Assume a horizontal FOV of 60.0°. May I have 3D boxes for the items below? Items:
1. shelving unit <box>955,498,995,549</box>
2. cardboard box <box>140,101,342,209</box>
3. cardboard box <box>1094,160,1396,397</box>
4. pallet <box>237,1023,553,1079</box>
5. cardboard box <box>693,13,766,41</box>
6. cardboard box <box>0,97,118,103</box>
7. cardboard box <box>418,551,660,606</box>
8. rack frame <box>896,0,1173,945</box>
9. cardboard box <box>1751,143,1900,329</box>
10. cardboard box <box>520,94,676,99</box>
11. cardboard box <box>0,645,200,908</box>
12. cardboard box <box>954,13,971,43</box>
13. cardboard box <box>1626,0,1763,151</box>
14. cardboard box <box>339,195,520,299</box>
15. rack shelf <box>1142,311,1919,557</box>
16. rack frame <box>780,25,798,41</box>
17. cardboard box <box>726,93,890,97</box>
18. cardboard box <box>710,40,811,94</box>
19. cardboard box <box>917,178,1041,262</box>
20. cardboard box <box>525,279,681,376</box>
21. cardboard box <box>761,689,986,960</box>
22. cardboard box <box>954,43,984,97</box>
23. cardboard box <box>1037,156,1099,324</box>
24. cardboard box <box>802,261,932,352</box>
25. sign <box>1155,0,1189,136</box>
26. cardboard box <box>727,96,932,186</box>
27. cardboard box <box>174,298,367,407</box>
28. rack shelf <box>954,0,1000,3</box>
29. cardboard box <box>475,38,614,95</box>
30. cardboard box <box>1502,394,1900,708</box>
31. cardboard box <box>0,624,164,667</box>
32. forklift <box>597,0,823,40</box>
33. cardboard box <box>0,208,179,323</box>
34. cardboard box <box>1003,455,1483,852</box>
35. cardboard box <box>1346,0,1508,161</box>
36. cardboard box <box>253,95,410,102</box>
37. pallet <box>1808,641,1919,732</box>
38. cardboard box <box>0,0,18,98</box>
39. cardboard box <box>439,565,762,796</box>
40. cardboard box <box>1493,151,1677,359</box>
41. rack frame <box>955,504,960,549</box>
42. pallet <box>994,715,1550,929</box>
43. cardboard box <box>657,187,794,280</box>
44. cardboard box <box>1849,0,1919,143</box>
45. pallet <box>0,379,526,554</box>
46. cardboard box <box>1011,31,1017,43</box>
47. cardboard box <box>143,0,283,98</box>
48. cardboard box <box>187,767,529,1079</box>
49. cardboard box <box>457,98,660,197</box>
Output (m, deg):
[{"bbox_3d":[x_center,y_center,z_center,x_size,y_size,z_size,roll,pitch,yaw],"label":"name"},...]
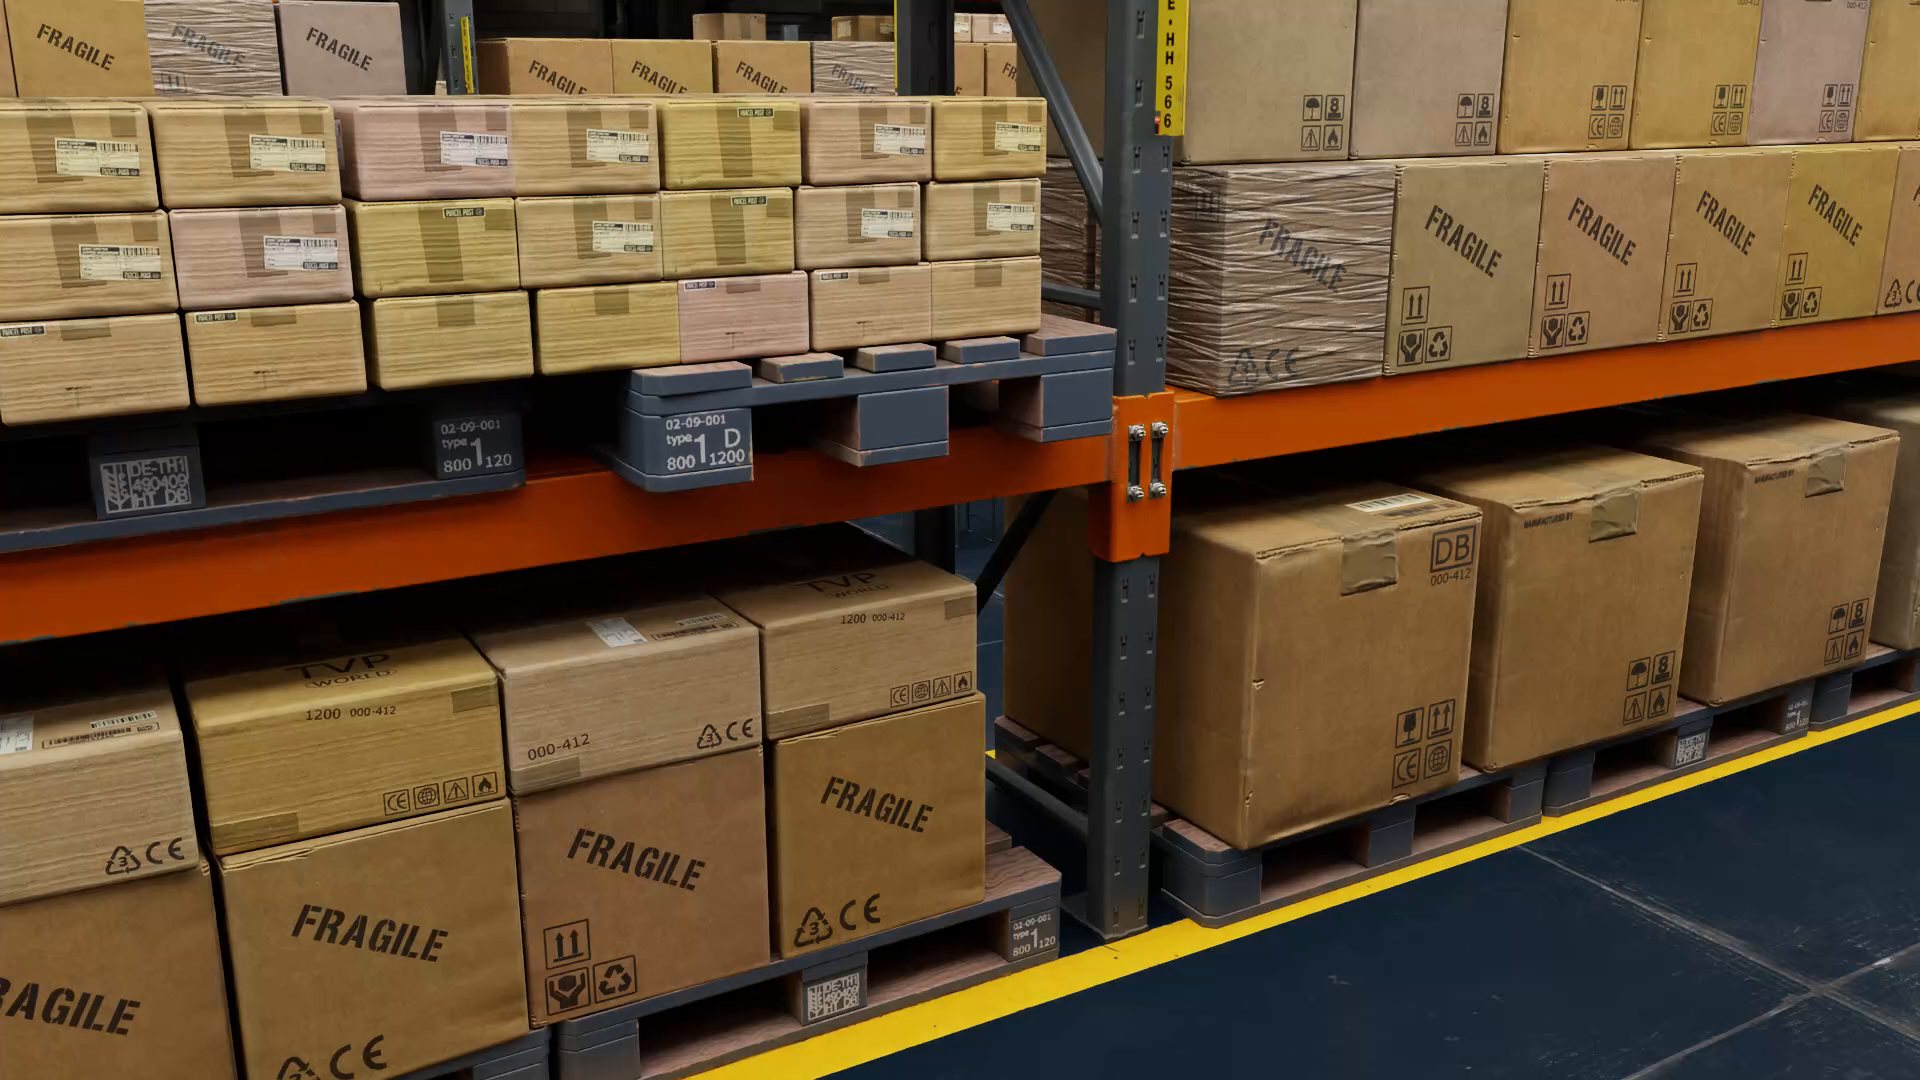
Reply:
[{"bbox_3d":[0.012,-0.580,7.255,0.189,1.200,0.258,-9,18,-30],"label":"shelving unit"},{"bbox_3d":[-1.148,-0.617,2.640,0.250,0.149,0.380,-8,18,-27],"label":"cardboard box"},{"bbox_3d":[0.669,-0.651,3.990,0.500,0.500,0.500,-9,18,-29],"label":"cardboard box"},{"bbox_3d":[-1.570,1.016,3.393,1.213,0.211,1.003,-9,18,-30],"label":"pallet"},{"bbox_3d":[-1.233,-2.733,8.886,0.250,0.149,0.380,-10,19,-32],"label":"cardboard box"},{"bbox_3d":[-1.692,-0.735,3.058,0.250,0.149,0.380,-10,18,-30],"label":"cardboard box"},{"bbox_3d":[-1.005,0.148,3.790,0.500,0.250,0.500,-9,18,-30],"label":"cardboard box"},{"bbox_3d":[0.145,-0.603,4.004,0.127,3.000,1.000,-9,18,-30],"label":"rack frame"},{"bbox_3d":[2.398,-0.932,4.994,0.500,0.500,0.500,-9,18,-29],"label":"cardboard box"},{"bbox_3d":[-0.792,-0.880,3.578,0.250,0.149,0.380,-9,18,-30],"label":"cardboard box"},{"bbox_3d":[-1.619,0.407,2.864,0.500,0.250,0.500,-8,18,-28],"label":"cardboard box"},{"bbox_3d":[-0.148,-2.738,8.902,0.250,0.149,0.380,-10,19,-32],"label":"cardboard box"},{"bbox_3d":[1.845,-1.406,4.832,0.500,0.500,0.700,-9,18,-30],"label":"cardboard box"},{"bbox_3d":[-0.925,-0.510,2.809,0.250,0.149,0.380,-9,18,-30],"label":"cardboard box"},{"bbox_3d":[1.860,-0.535,5.093,4.000,0.370,1.077,-9,18,-30],"label":"rack shelf"},{"bbox_3d":[-1.621,-3.438,14.118,0.127,3.000,1.000,-9,18,-30],"label":"rack frame"},{"bbox_3d":[-0.354,-0.951,3.830,0.250,0.149,0.380,-9,18,-30],"label":"cardboard box"},{"bbox_3d":[-1.091,-2.286,8.495,0.500,0.500,0.500,-9,18,-29],"label":"cardboard box"},{"bbox_3d":[-0.044,-0.654,3.320,0.250,0.149,0.380,-9,18,-29],"label":"cardboard box"},{"bbox_3d":[-0.690,-0.406,2.987,0.250,0.149,0.380,-9,18,-30],"label":"cardboard box"},{"bbox_3d":[-0.284,0.550,3.743,0.500,0.500,0.500,-9,18,-30],"label":"cardboard box"},{"bbox_3d":[-0.209,-2.427,8.997,0.500,0.500,0.500,-9,18,-28],"label":"cardboard box"},{"bbox_3d":[0.393,-0.776,4.436,0.500,0.500,0.500,-9,18,-30],"label":"cardboard box"},{"bbox_3d":[-0.254,-0.475,3.236,0.250,0.149,0.380,-9,18,-30],"label":"cardboard box"},{"bbox_3d":[0.433,-0.998,3.415,0.005,0.325,0.100,-9,18,-30],"label":"sign"},{"bbox_3d":[-0.255,-0.762,3.157,0.250,0.149,0.380,-9,18,-30],"label":"cardboard box"},{"bbox_3d":[-1.143,-0.332,2.726,0.250,0.149,0.380,-9,18,-28],"label":"cardboard box"},{"bbox_3d":[0.093,-4.814,14.802,4.000,0.370,1.077,-9,18,-30],"label":"rack shelf"},{"bbox_3d":[-1.986,-2.137,7.961,0.500,0.500,0.500,-10,18,-31],"label":"cardboard box"},{"bbox_3d":[2.260,-0.038,5.377,0.750,0.750,1.050,-9,18,-30],"label":"cardboard box"},{"bbox_3d":[-1.882,0.286,3.296,0.500,0.250,0.500,-10,19,-32],"label":"cardboard box"},{"bbox_3d":[-1.596,-2.634,11.377,3.031,2.935,1.130,-14,21,-40],"label":"forklift"},{"bbox_3d":[-1.369,-0.438,2.551,0.250,0.149,0.380,-10,18,-31],"label":"cardboard box"},{"bbox_3d":[0.714,0.214,4.479,0.750,0.750,1.050,-9,18,-30],"label":"cardboard box"},{"bbox_3d":[0.968,-1.263,4.322,0.500,0.500,0.700,-10,18,-31],"label":"cardboard box"},{"bbox_3d":[-1.250,-0.806,3.312,0.250,0.149,0.380,-8,18,-27],"label":"cardboard box"},{"bbox_3d":[2.952,0.308,5.919,1.213,0.211,1.003,-9,18,-30],"label":"pallet"},{"bbox_3d":[-4.101,-1.922,6.672,0.500,0.500,0.500,-10,18,-31],"label":"cardboard box"},{"bbox_3d":[-0.733,0.266,3.369,0.500,0.250,0.500,-9,18,-29],"label":"cardboard box"},{"bbox_3d":[1.536,-0.793,4.495,0.500,0.500,0.500,-9,18,-30],"label":"cardboard box"},{"bbox_3d":[-0.066,-0.567,7.210,0.006,1.200,0.240,-9,18,-30],"label":"rack frame"},{"bbox_3d":[0.860,0.647,4.709,1.213,0.211,1.003,-9,18,-30],"label":"pallet"},{"bbox_3d":[-0.496,-0.579,3.054,0.250,0.149,0.380,-9,18,-28],"label":"cardboard box"},{"bbox_3d":[2.712,-1.546,5.331,0.500,0.500,0.700,-10,18,-31],"label":"cardboard box"},{"bbox_3d":[-1.530,-0.226,3.015,1.213,0.211,1.003,-9,18,-30],"label":"pallet"},{"bbox_3d":[0.353,-3.013,9.884,0.250,0.149,0.380,-9,18,-30],"label":"cardboard box"},{"bbox_3d":[-3.235,-2.058,7.158,0.500,0.500,0.500,-9,18,-29],"label":"cardboard box"},{"bbox_3d":[-1.176,0.699,3.213,0.500,0.500,0.500,-10,19,-32],"label":"cardboard box"},{"bbox_3d":[-0.707,-0.688,2.892,0.250,0.149,0.380,-9,18,-28],"label":"cardboard box"}]
